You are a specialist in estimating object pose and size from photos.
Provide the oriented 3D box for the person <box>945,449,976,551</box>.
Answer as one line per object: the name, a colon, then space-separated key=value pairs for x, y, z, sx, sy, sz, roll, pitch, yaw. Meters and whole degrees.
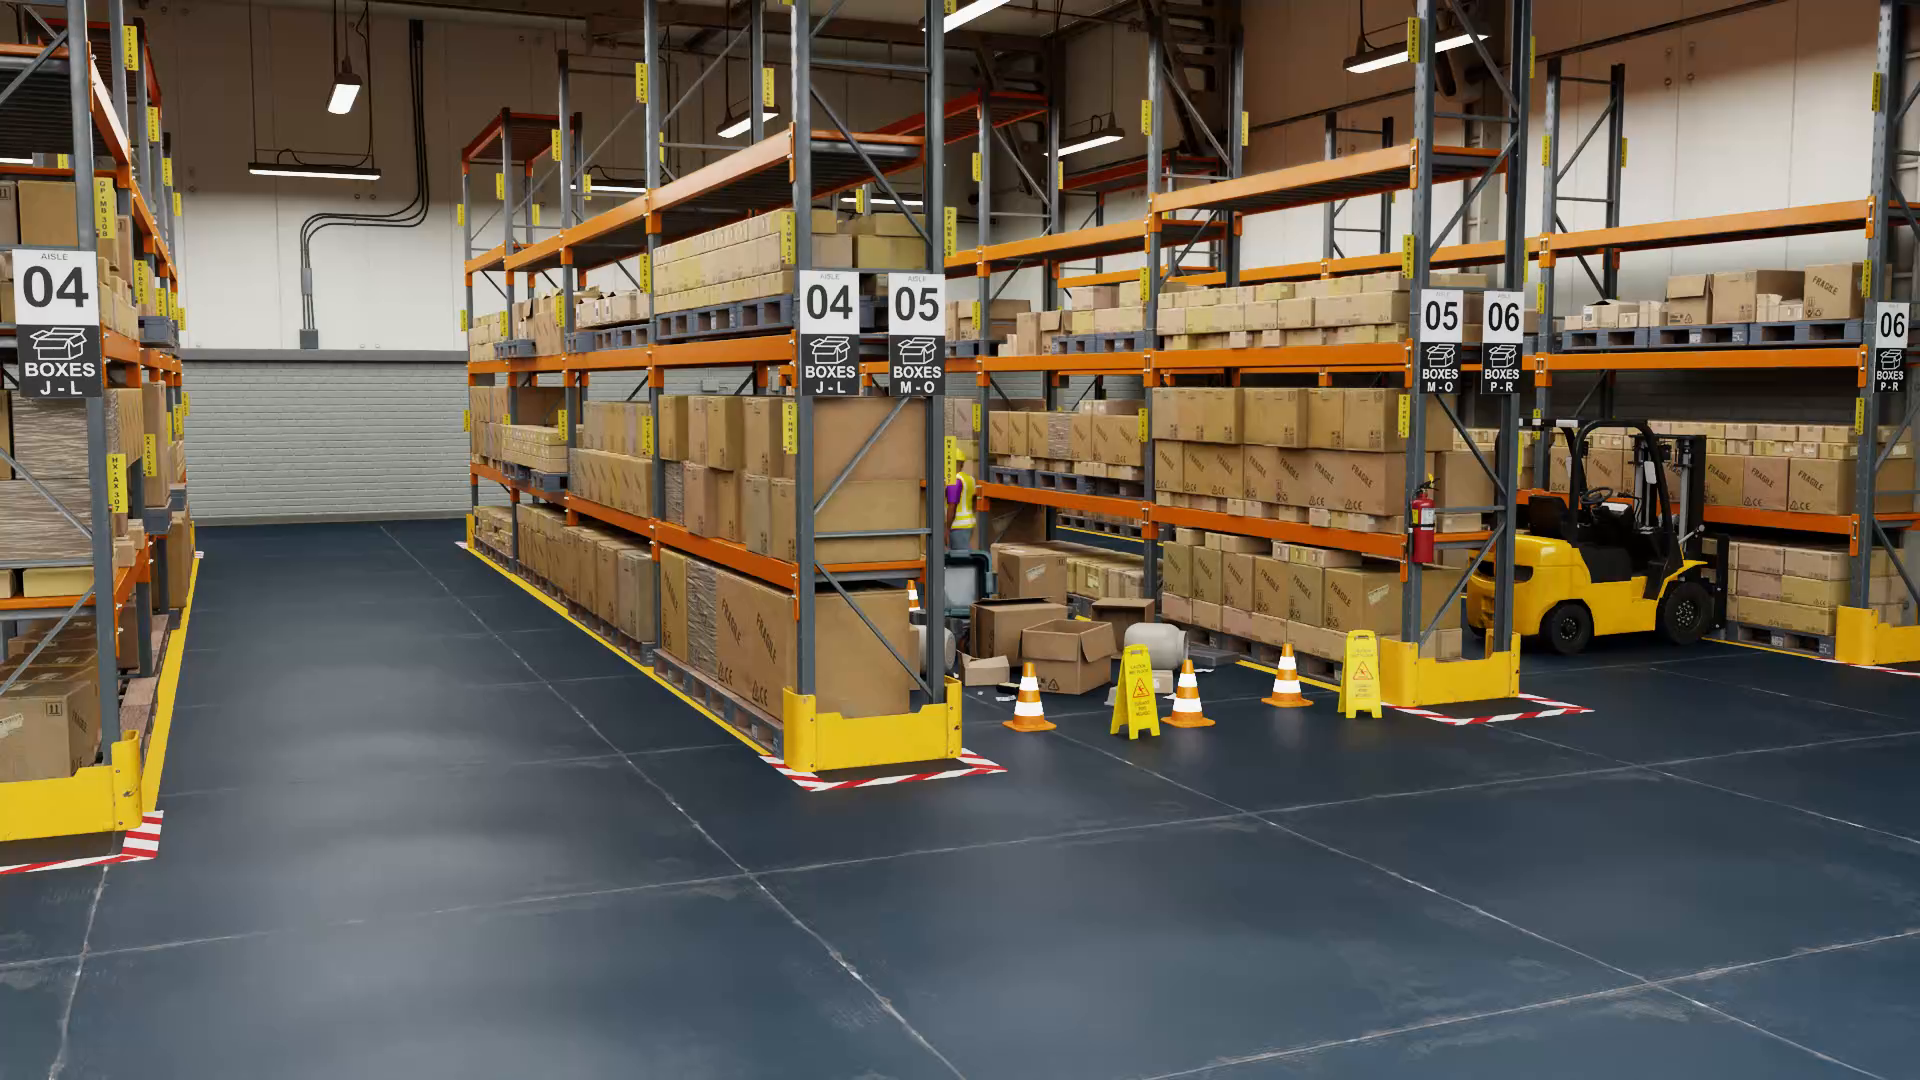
person: x=-0.041 y=-0.112 z=18.187 sx=0.616 sy=1.766 sz=0.629 roll=1 pitch=5 yaw=13
